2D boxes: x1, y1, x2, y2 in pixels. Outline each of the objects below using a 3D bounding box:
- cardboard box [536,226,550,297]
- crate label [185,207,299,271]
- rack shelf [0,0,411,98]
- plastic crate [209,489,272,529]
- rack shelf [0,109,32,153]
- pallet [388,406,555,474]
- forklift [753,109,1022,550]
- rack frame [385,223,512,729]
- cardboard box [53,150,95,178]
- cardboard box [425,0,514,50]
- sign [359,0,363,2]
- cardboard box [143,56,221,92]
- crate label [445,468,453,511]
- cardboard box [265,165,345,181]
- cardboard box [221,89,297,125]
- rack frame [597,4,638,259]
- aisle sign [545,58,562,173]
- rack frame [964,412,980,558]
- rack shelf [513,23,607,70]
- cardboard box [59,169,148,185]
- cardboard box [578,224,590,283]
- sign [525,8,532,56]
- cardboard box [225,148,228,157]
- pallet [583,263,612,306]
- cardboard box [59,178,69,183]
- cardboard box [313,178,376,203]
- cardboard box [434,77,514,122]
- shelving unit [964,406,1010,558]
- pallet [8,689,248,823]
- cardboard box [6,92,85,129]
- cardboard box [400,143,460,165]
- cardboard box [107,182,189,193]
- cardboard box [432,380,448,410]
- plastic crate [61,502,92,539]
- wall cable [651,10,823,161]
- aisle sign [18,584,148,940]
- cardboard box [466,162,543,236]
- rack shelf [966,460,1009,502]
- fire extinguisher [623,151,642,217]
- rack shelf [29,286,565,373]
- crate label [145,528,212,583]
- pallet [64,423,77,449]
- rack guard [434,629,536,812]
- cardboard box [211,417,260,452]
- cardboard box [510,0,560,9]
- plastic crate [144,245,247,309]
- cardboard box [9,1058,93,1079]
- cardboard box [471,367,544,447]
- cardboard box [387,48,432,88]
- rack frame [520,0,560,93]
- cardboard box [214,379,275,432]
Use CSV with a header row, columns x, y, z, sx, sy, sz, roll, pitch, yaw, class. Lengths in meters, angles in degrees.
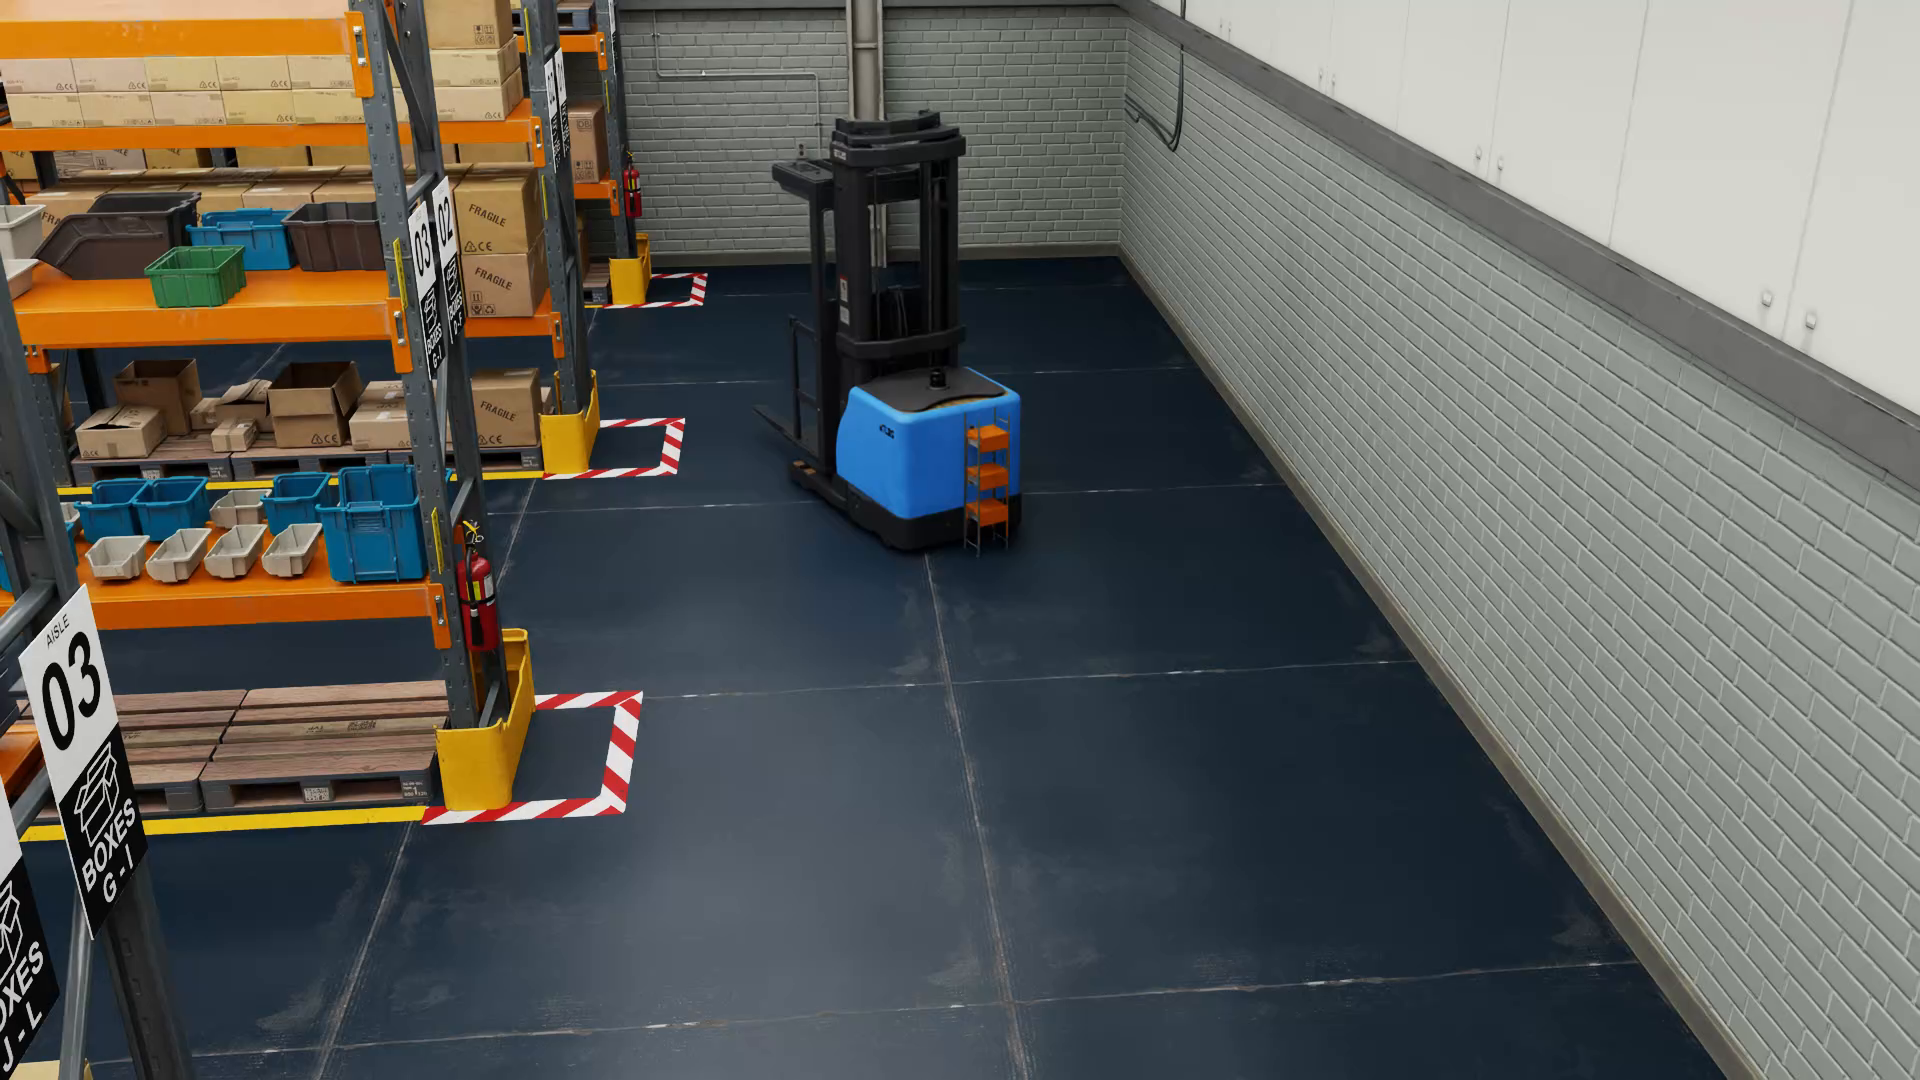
x,y,z,sx,sy,sz,roll,pitch,yaw,class
-3.640,-2.279,13.561,0.500,0.500,0.500,-2,24,-4,cardboard box
-3.640,-1.539,8.509,0.502,0.251,0.408,-2,24,-5,crate label
-4.680,-2.292,7.706,4.000,0.370,1.077,-2,24,-5,rack shelf
-3.970,-0.166,9.181,0.298,0.136,0.250,-2,24,-5,plastic crate
-9.144,-2.947,12.379,4.000,0.370,1.077,-2,24,-5,rack shelf
-4.042,-0.835,13.869,1.213,0.211,1.003,-2,24,-5,pallet
-0.723,-1.825,12.747,1.130,2.935,3.031,-13,27,-28,forklift
-2.690,-0.142,8.877,0.127,3.000,1.000,-2,24,-5,rack frame
-9.086,-4.016,17.079,0.500,0.500,0.500,-2,24,-5,cardboard box
-3.682,-3.991,12.488,0.500,0.500,0.700,-2,24,-5,cardboard box
-2.619,-2.514,7.225,0.005,0.325,0.100,-2,24,-5,sign
-5.649,-3.470,12.240,0.500,0.250,0.500,-2,24,-5,cardboard box
-2.968,-0.216,9.176,0.303,0.233,0.416,-2,24,-5,crate label
-5.164,-2.673,13.217,0.500,0.500,0.500,-3,24,-6,cardboard box
-5.152,-3.265,12.395,0.500,0.250,0.500,-2,24,-5,cardboard box
-3.663,-4.146,17.886,0.127,3.000,1.000,-2,24,-5,rack frame
-3.075,-3.211,12.581,0.004,0.787,0.394,-2,24,-5,aisle sign
0.086,-0.387,11.829,0.008,1.050,0.200,-14,27,-28,rack frame
-5.654,-5.109,17.243,4.000,0.370,1.077,-2,24,-5,rack shelf
-6.676,-2.612,13.080,0.500,0.500,0.500,-2,24,-5,cardboard box
-4.350,-3.128,18.154,0.500,0.500,0.700,-2,24,-5,cardboard box
-3.138,-3.695,12.086,0.005,0.325,0.100,-2,24,-5,sign
-8.127,-4.261,17.630,0.500,0.500,0.500,-3,24,-7,cardboard box
-4.451,-2.809,18.309,1.213,0.211,1.003,-2,24,-5,pallet
-9.221,-3.720,17.212,0.250,0.149,0.380,-3,24,-7,cardboard box
-4.607,-2.475,12.771,0.500,0.500,0.500,-2,24,-4,cardboard box
-3.658,-3.319,12.517,0.500,0.250,0.500,-2,24,-5,cardboard box
0.190,-0.413,11.887,0.252,1.050,0.215,-14,27,-28,shelving unit
-4.725,1.197,9.298,1.213,0.211,1.003,-2,24,-5,pallet
-6.645,-3.206,12.262,0.500,0.250,0.500,-2,24,-5,cardboard box
-5.652,-4.199,17.634,0.700,0.700,0.980,-3,24,-8,cardboard box
-6.143,-2.413,12.632,0.500,0.500,0.500,-3,24,-7,cardboard box
-4.239,-1.162,14.015,0.500,0.250,0.500,-2,24,-5,cardboard box
-4.967,-0.080,8.988,0.466,0.136,0.293,-2,24,-5,plastic crate
-2.482,-5.044,18.655,1.851,1.984,0.084,-2,24,-5,wall cable
-2.161,0.548,4.124,0.004,0.787,0.394,-2,24,-5,aisle sign
-3.640,-2.736,13.358,0.500,0.500,0.500,-2,24,-4,cardboard box
0.190,-0.403,11.891,0.240,0.259,0.215,-14,27,-28,rack shelf
-3.468,-3.760,17.571,0.183,0.674,0.296,-2,24,-5,fire extinguisher
-5.163,-1.736,13.348,4.000,0.370,1.077,-2,24,-5,rack shelf
-4.048,0.083,8.620,0.243,0.136,0.396,-2,24,-5,crate label
-7.959,-0.663,13.481,1.213,0.211,1.003,-2,24,-5,pallet
-2.667,0.994,9.398,0.348,0.500,1.175,-2,24,-5,rack guard
-5.855,-0.859,13.436,0.250,0.166,0.380,-2,24,-5,cardboard box
-4.366,-5.550,16.894,0.500,0.250,0.500,-2,24,-4,cardboard box
-3.643,-1.261,7.962,0.336,0.188,0.450,-2,24,-5,plastic crate
-2.707,1.703,4.545,0.500,0.250,0.500,-3,24,-7,cardboard box
-3.690,-1.082,13.527,0.500,0.500,0.500,-2,24,-5,cardboard box
-4.157,-3.531,12.378,0.500,0.250,0.500,-2,24,-5,cardboard box
-3.173,-4.886,12.163,0.127,3.000,1.000,-2,24,-5,rack frame
-5.868,-1.124,13.855,0.500,0.311,0.500,-2,24,-5,cardboard box
